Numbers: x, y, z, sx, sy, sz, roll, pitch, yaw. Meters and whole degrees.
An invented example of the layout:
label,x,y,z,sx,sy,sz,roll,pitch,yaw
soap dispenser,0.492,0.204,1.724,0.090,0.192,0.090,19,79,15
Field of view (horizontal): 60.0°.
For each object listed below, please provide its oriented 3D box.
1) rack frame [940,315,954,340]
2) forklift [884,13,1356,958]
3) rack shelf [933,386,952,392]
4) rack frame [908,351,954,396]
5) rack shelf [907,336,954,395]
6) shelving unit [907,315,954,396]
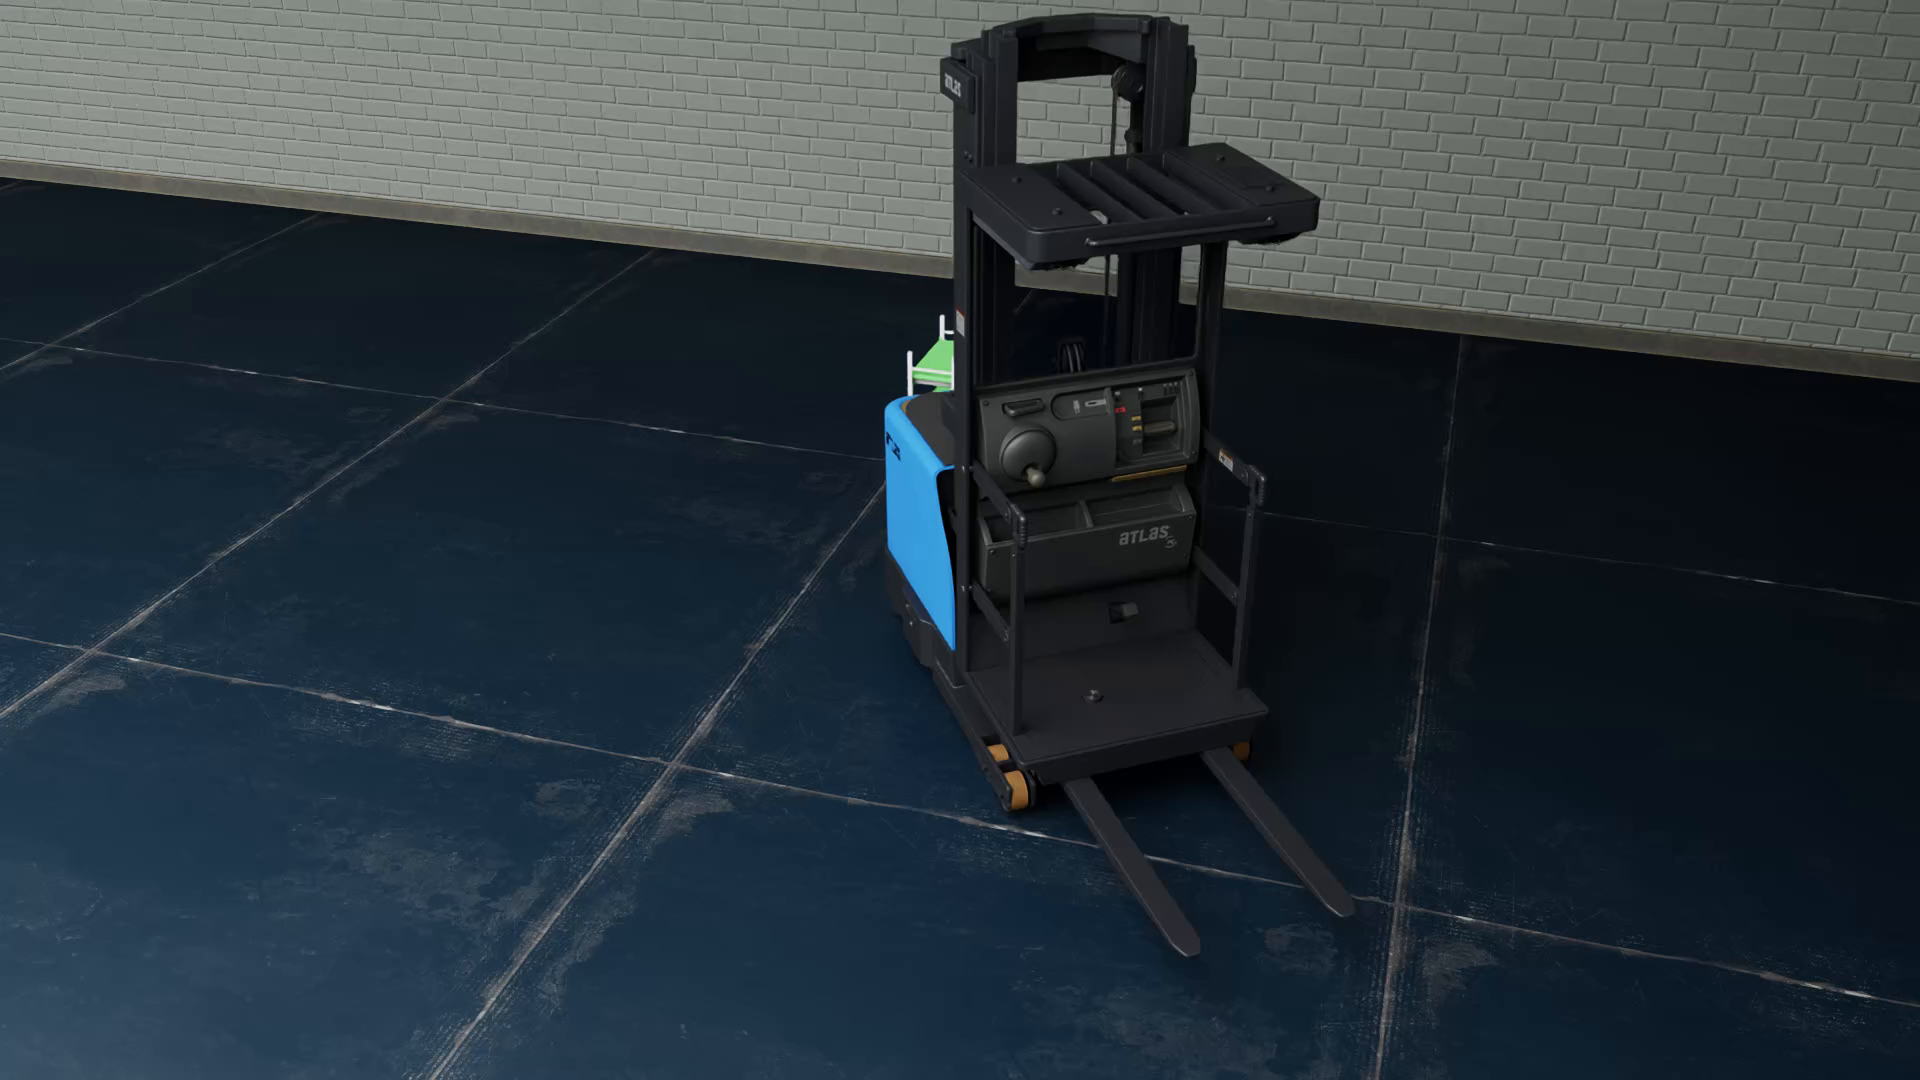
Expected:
label,x,y,z,sx,sy,sz,roll,pitch,yaw
rack frame,0.016,-0.578,8.554,0.240,1.200,0.015,9,30,15
forklift,0.597,-0.401,6.456,1.130,2.935,3.031,-10,30,-17
rack shelf,-0.058,-0.618,8.265,0.258,0.148,0.480,9,30,15
rack frame,-0.132,-0.351,8.148,0.240,1.200,0.015,9,30,15
rack shelf,-0.058,-0.828,8.148,0.258,0.148,0.480,9,30,15
shelving unit,-0.058,-0.464,8.351,0.258,1.200,0.503,9,30,15
